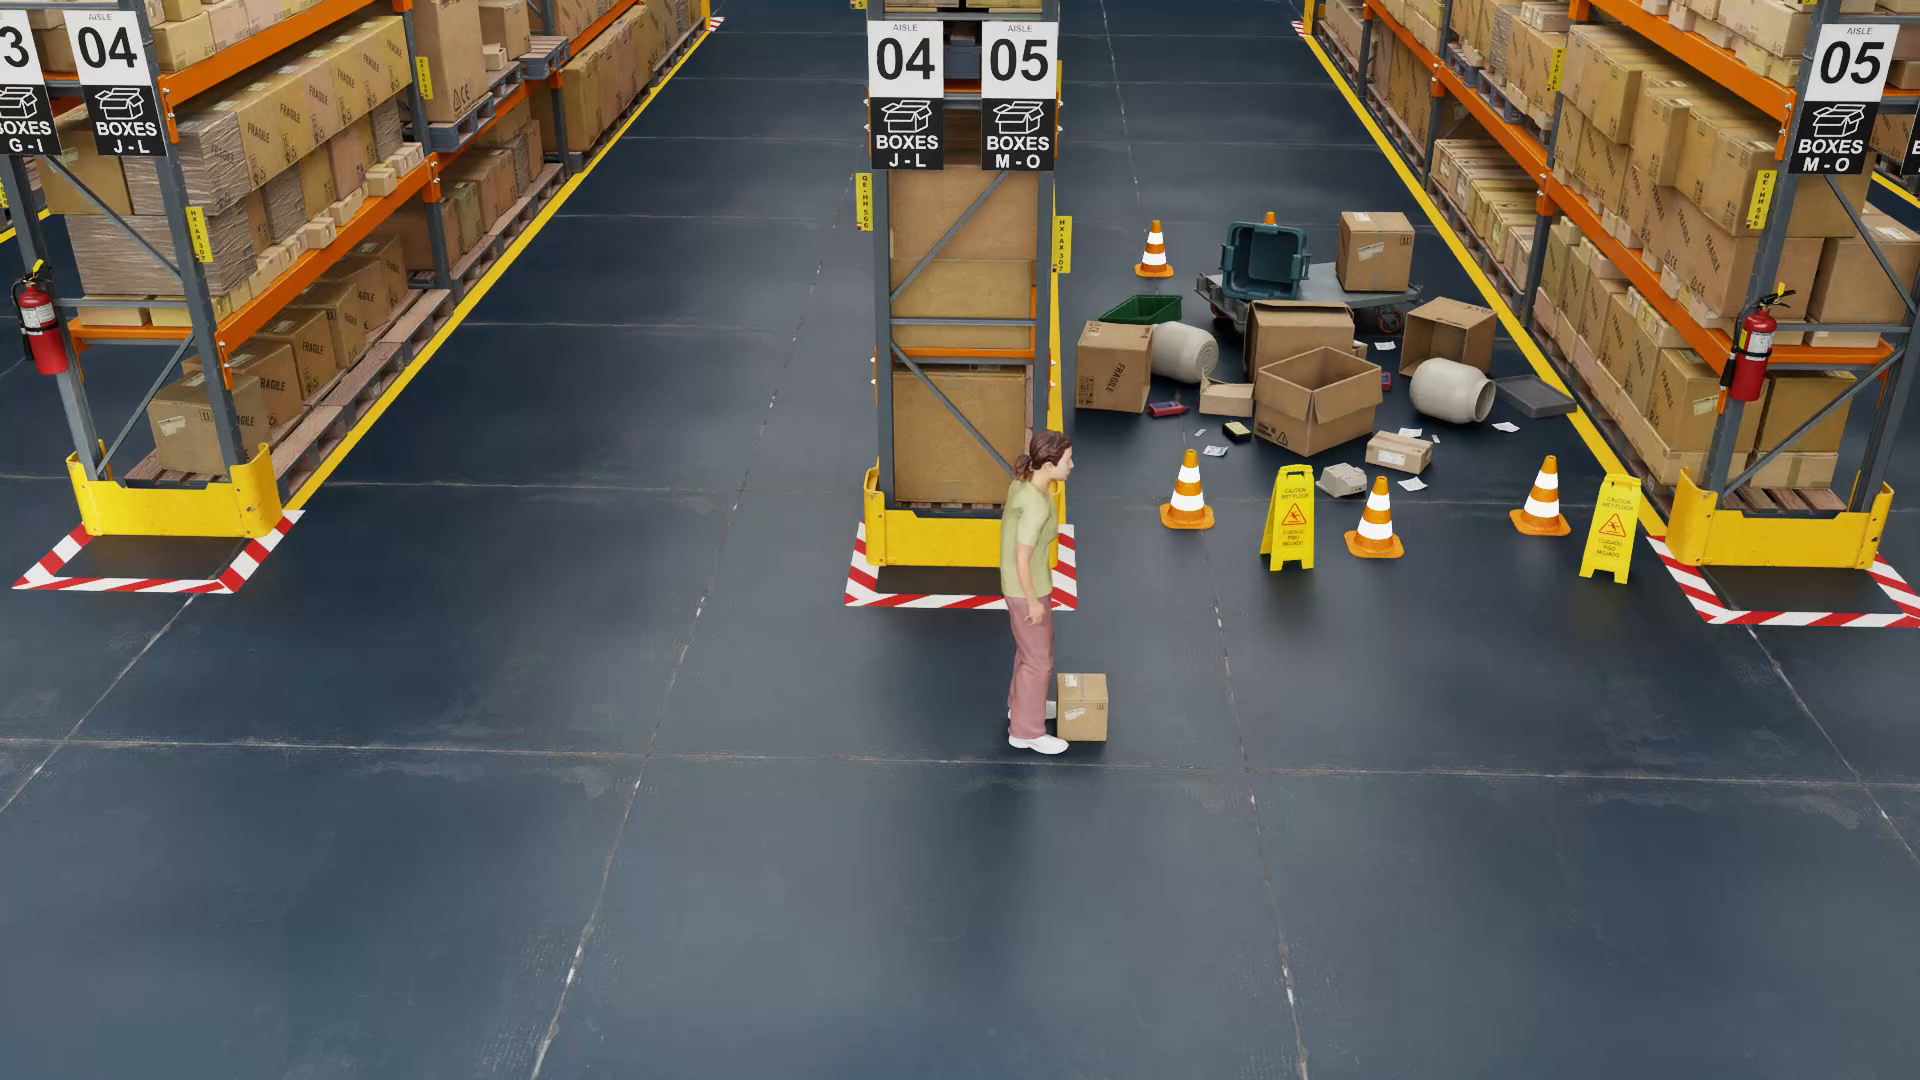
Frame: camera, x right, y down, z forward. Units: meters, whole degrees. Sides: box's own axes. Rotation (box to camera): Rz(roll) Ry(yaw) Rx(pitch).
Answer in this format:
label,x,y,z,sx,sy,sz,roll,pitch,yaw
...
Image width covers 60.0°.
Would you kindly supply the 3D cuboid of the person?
label,x,y,z,sx,sy,sz,roll,pitch,yaw
person,0.373,0.233,8.192,0.360,1.666,0.497,1,28,2
